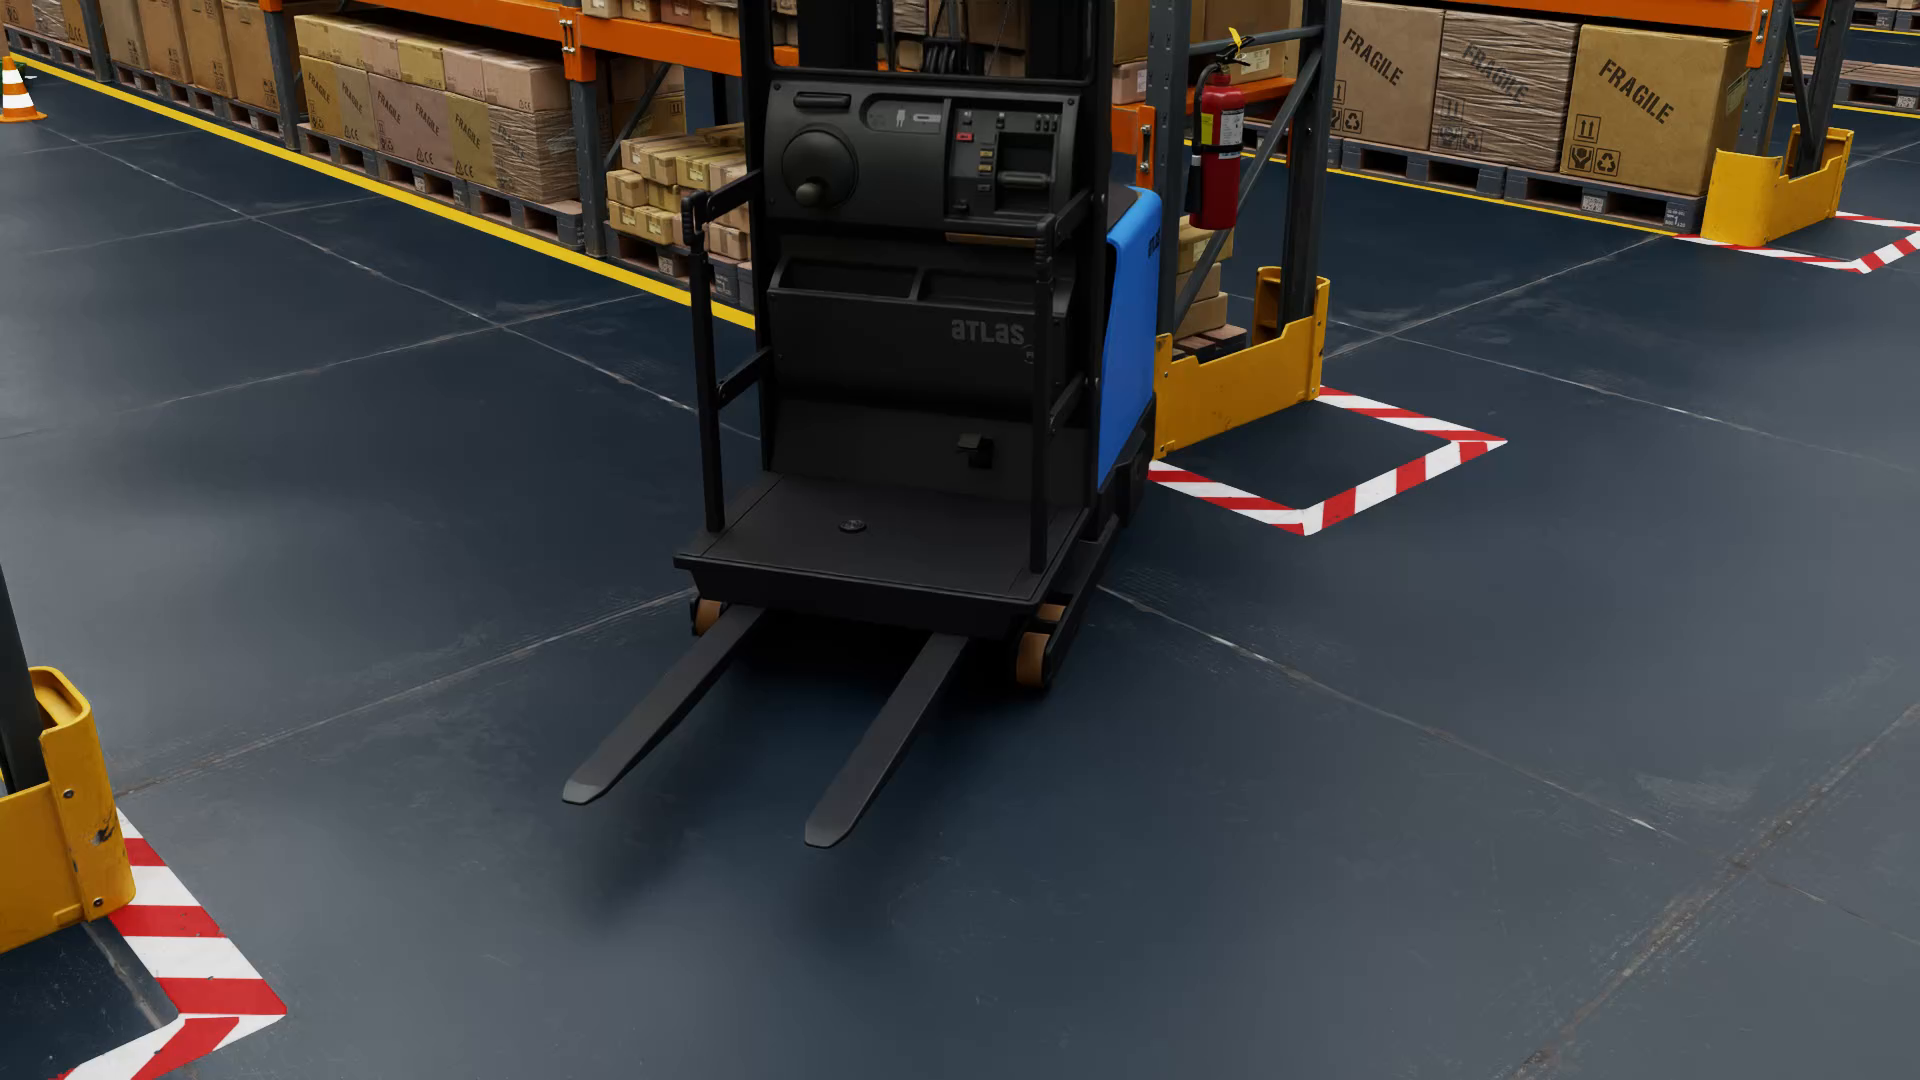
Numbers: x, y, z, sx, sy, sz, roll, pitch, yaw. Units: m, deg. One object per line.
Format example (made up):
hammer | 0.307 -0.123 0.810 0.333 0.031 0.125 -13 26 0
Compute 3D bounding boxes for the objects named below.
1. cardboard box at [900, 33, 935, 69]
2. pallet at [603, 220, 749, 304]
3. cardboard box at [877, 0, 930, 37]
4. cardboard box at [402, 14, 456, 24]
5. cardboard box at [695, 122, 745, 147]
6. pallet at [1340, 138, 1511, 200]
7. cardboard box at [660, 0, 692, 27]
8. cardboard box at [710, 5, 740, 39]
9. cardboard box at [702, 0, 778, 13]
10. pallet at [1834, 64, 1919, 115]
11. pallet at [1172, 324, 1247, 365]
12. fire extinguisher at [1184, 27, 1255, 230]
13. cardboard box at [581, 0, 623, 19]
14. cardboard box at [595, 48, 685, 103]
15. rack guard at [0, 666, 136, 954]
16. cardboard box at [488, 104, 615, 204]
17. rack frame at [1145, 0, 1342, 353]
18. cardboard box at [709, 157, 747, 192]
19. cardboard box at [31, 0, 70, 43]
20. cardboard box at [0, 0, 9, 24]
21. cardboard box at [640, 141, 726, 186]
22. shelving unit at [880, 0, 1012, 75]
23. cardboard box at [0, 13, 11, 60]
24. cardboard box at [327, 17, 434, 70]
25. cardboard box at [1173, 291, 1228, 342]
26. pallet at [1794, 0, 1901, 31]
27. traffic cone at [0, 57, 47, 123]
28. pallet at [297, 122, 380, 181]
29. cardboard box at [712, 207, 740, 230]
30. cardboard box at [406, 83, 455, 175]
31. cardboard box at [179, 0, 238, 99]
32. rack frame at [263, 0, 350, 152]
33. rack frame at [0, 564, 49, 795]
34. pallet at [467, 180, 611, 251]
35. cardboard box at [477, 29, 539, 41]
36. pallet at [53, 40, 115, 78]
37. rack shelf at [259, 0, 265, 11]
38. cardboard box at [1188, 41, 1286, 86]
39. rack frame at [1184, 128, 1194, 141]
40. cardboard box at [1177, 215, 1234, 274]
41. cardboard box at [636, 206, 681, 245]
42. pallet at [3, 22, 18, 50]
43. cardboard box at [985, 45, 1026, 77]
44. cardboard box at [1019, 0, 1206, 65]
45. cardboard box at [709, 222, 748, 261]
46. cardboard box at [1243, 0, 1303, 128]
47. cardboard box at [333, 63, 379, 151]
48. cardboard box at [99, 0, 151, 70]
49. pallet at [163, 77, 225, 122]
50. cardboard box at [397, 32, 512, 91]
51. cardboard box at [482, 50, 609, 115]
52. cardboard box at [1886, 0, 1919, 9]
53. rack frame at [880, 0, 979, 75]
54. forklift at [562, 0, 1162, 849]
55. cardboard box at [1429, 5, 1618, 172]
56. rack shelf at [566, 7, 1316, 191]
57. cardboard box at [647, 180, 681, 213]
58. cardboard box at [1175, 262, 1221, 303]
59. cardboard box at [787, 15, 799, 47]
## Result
cardboard box | -0.034 -2.070 6.977 0.250 0.149 0.380 22 33 39
pallet | -1.179 -1.599 9.001 1.003 0.211 1.213 -21 32 -38
cardboard box | -0.126 -2.402 6.922 0.500 0.500 0.500 -21 32 -38
cardboard box | -3.385 -3.385 11.159 0.500 0.250 0.500 -21 32 -38
cardboard box | -1.230 -2.192 9.153 0.380 0.149 0.250 -20 31 -37
pallet | 3.327 -2.547 11.078 1.003 0.211 1.213 -21 32 -38
cardboard box | -1.257 -2.645 8.237 0.250 0.149 0.380 22 33 39
cardboard box | -0.951 -2.466 7.845 0.380 0.149 0.250 -21 32 -38
cardboard box | -0.847 -2.710 7.597 0.500 0.500 0.500 -22 33 -39
pallet | 7.840 -3.623 13.438 1.003 0.211 1.213 -21 32 -38
pallet | 0.489 -0.860 7.381 1.003 0.211 1.213 -21 32 -38
fire extinguisher | 0.906 -1.437 5.829 0.296 0.674 0.183 -21 32 -38
cardboard box | -1.709 -2.768 8.507 0.380 0.149 0.250 -20 31 -37
cardboard box | -1.976 -2.755 9.777 0.500 0.250 0.500 22 33 39
rack guard | -2.457 0.730 3.548 1.175 0.500 0.348 -21 32 -38
cardboard box | -2.353 -2.268 9.613 0.500 0.500 0.500 -22 32 -39
rack frame | 1.071 -1.849 6.190 1.000 3.000 0.127 -21 32 -38
cardboard box | -1.030 -1.827 8.354 0.380 0.149 0.250 -22 33 -40
cardboard box | -8.129 -5.192 15.571 0.875 0.875 0.875 -21 32 -38
cardboard box | -9.354 -5.735 16.760 0.875 0.875 0.875 -21 32 -38
cardboard box | -1.434 -1.963 8.650 0.380 0.149 0.250 -19 31 -36
shelving unit | 0.064 -1.469 6.386 0.431 2.100 0.503 -16 19 -29
cardboard box | -8.941 -4.528 15.070 0.500 0.500 0.500 -15 29 -30
cardboard box | -3.756 -3.237 10.834 0.500 0.250 0.500 -22 32 -39
cardboard box | 0.946 -0.993 7.241 0.380 0.149 0.250 -20 32 -37
pallet | 9.729 -5.770 18.143 1.003 0.211 1.213 -21 32 -38
traffic cone | -7.317 -3.496 12.856 0.336 0.463 0.334 -21 32 -38
pallet | -3.864 -2.767 11.562 1.003 0.211 1.213 -21 32 -38
cardboard box | -1.035 -1.693 8.417 0.250 0.149 0.380 22 32 39
cardboard box | -3.051 -2.580 10.297 0.500 0.500 0.500 -22 33 -40
cardboard box | -5.348 -3.915 12.921 1.050 0.750 0.750 -21 32 -38
rack frame | -4.397 -4.273 11.503 1.000 3.000 0.127 -21 32 -38
rack frame | -2.474 -0.415 3.045 1.000 3.000 0.127 -21 32 -38
pallet | -2.197 -2.028 9.941 1.003 0.211 1.213 -21 32 -38
cardboard box | -2.687 -3.071 10.471 0.500 0.250 0.500 -20 31 -37
pallet | -7.594 -4.469 15.292 1.003 0.211 1.213 -21 32 -38
rack shelf | -5.764 -4.552 12.980 1.077 0.370 4.000 -21 32 -38
cardboard box | 1.088 -1.926 6.661 0.380 0.149 0.250 -22 32 -39
rack frame | 2.026 -4.438 11.864 1.000 3.000 0.127 -21 32 -38
cardboard box | 0.960 -1.269 7.130 0.250 0.149 0.380 22 32 39
cardboard box | -1.467 -1.673 8.733 0.380 0.149 0.250 -20 31 -37
pallet | -9.262 -5.208 16.912 1.003 0.211 1.213 -21 32 -38
cardboard box | 0.316 -1.911 6.628 0.380 0.149 0.250 -22 32 -39
cardboard box | 0.576 -2.093 6.246 0.500 0.500 0.500 -20 32 -37
cardboard box | -1.049 -1.550 8.462 0.380 0.149 0.250 -22 33 -39
cardboard box | 2.419 -3.439 11.729 0.875 0.875 0.875 -21 32 -38
cardboard box | -3.754 -2.889 10.974 0.500 0.500 0.500 -21 32 -38
cardboard box | -6.641 -4.490 14.183 1.050 0.750 0.750 -21 32 -39
pallet | -5.711 -3.634 13.462 1.003 0.211 1.213 -21 32 -38
cardboard box | -3.070 -2.926 10.152 0.500 0.250 0.500 22 33 39
cardboard box | -2.357 -2.610 9.460 0.500 0.250 0.500 -22 33 -40
cardboard box | 9.988 -5.710 17.536 0.380 0.166 0.250 -21 32 -38
rack frame | -0.064 -1.513 6.589 0.400 2.100 0.015 -16 19 -29
forklift | -0.178 -1.086 4.599 1.130 2.935 3.031 7 25 15
cardboard box | 3.642 -2.897 10.541 0.875 0.875 0.875 -21 32 -38
rack shelf | -0.296 -2.128 7.667 1.077 0.370 4.000 -21 32 -38
cardboard box | -1.411 -1.839 8.737 0.380 0.149 0.250 -21 32 -38
cardboard box | 0.900 -1.110 7.140 0.380 0.149 0.250 -20 31 -36
cardboard box | -0.556 -2.315 7.513 0.380 0.149 0.250 -20 31 -37
